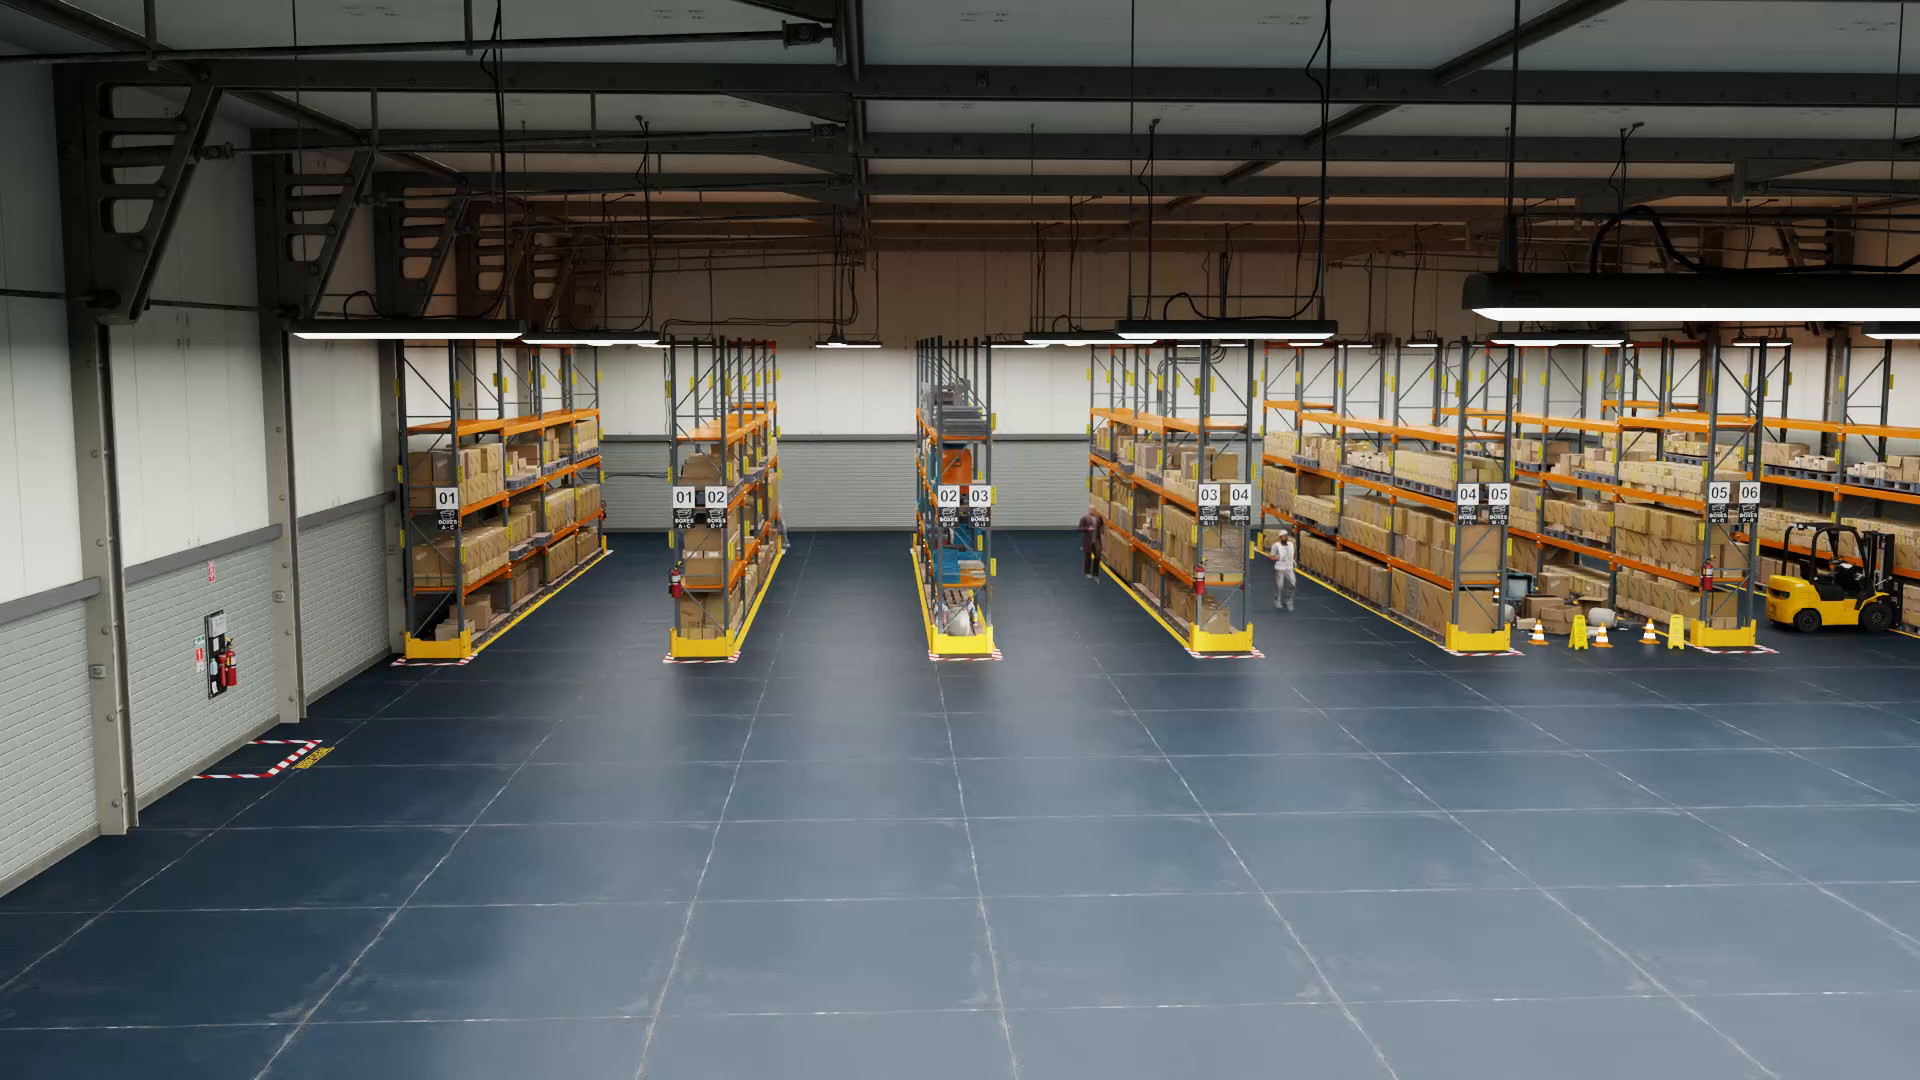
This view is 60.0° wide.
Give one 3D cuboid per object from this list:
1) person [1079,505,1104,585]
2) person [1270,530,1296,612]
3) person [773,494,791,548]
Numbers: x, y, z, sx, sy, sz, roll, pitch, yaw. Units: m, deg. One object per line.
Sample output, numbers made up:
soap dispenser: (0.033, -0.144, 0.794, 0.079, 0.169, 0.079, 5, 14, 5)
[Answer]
person: (3.142, 0.103, 39.374, 0.685, 1.884, 0.758, -1, 7, -10)
person: (7.161, 0.678, 36.689, 0.690, 1.804, 0.700, -1, 7, -11)
person: (-5.353, -0.554, 48.477, 0.791, 1.620, 0.553, 5, 8, 40)
